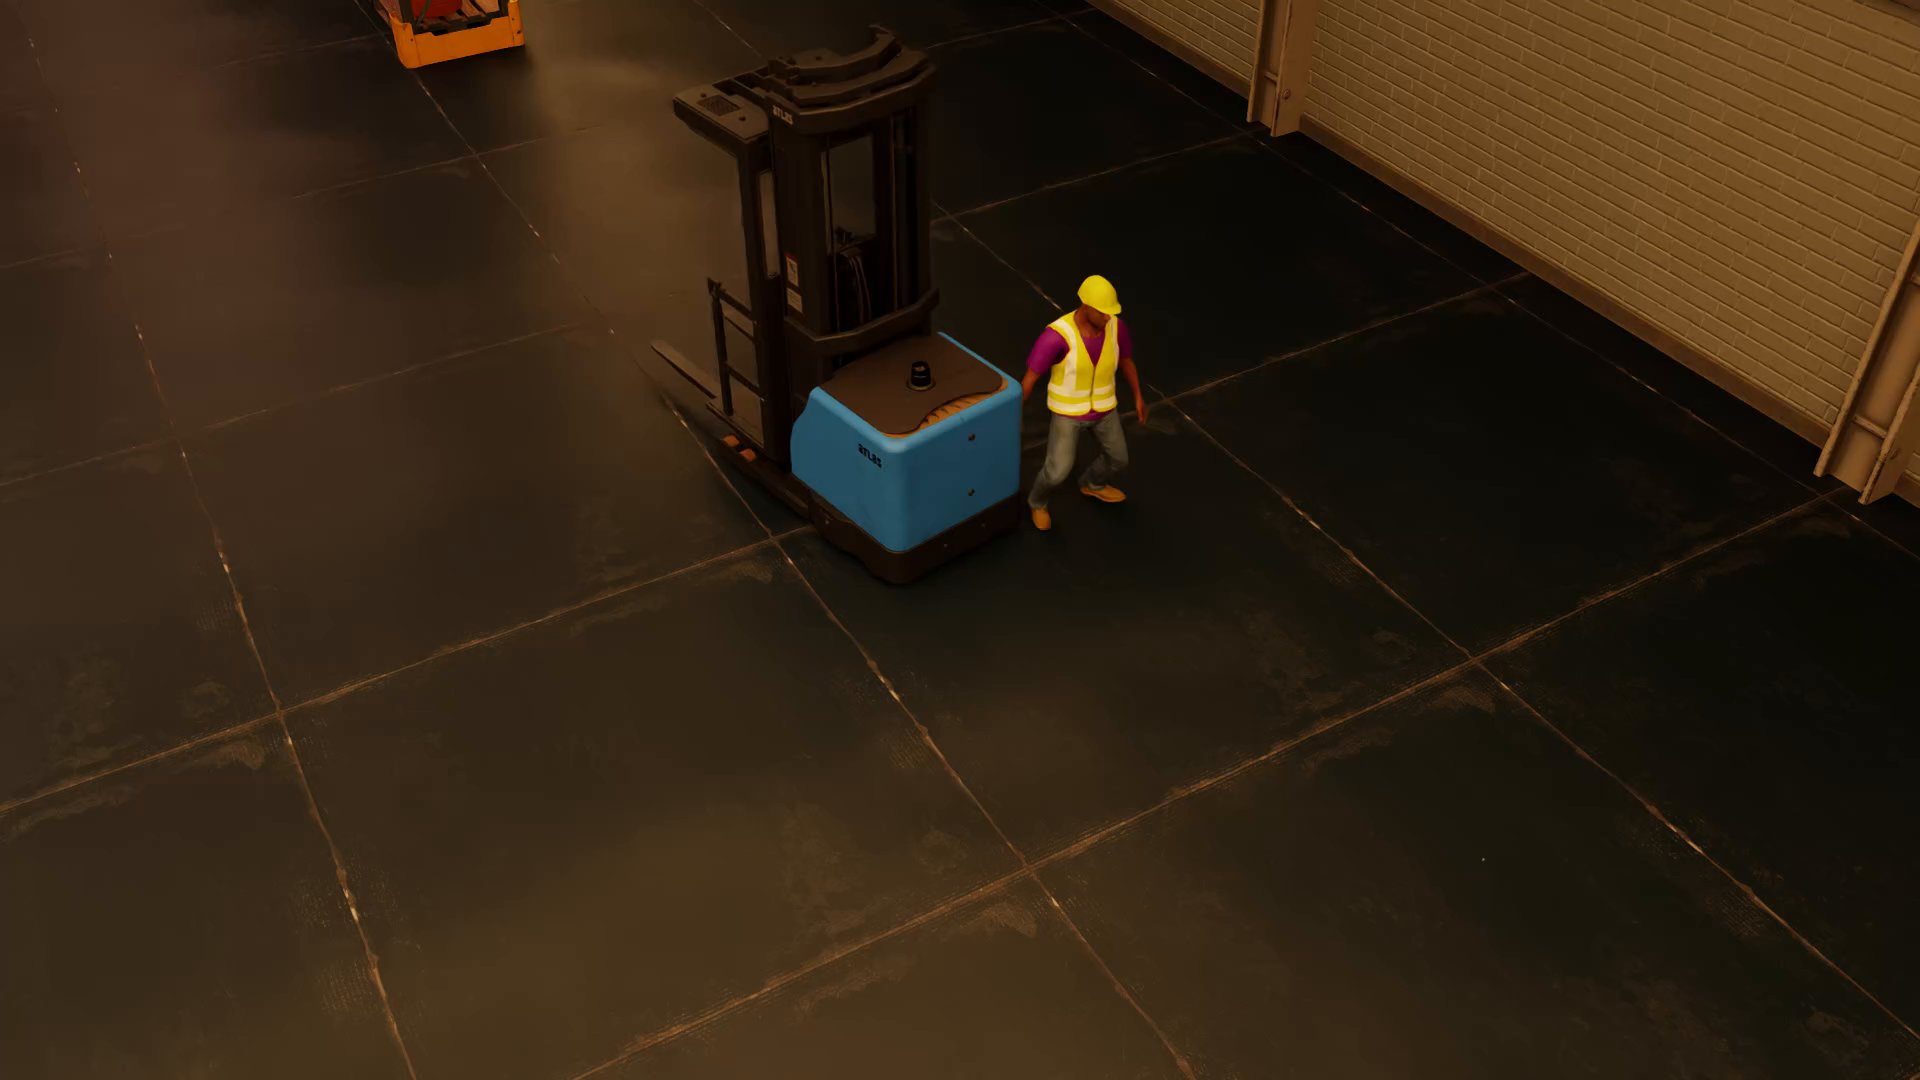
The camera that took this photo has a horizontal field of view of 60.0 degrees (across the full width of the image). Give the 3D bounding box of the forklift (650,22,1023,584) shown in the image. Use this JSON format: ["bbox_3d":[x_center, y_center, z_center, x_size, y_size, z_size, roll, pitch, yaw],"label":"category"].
[{"bbox_3d":[-0.946,-1.739,10.133,1.130,2.935,3.031,-28,47,-30],"label":"forklift"}]

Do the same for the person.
[{"bbox_3d":[0.711,-0.805,10.014,0.889,1.729,0.424,-13,41,-15],"label":"person"}]
